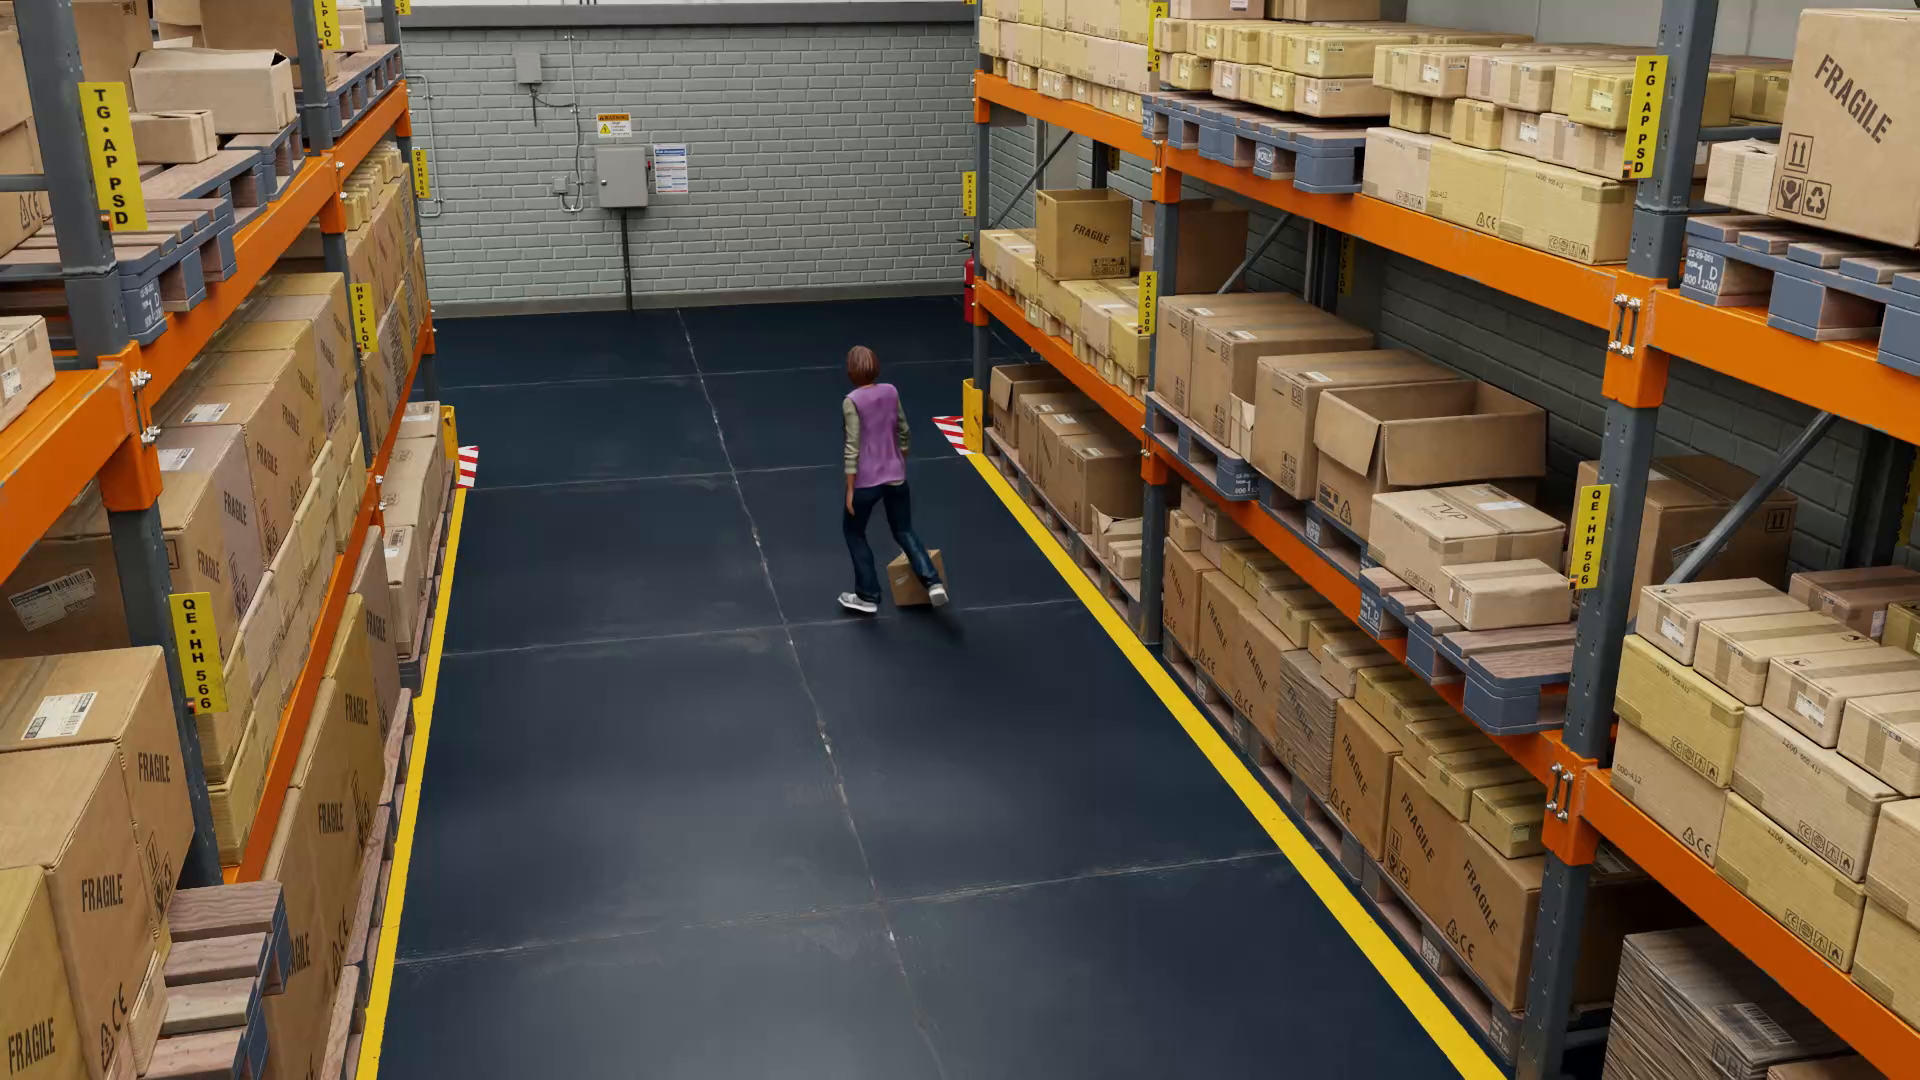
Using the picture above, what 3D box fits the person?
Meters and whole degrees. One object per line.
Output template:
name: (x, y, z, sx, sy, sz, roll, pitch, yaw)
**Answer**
person: (-0.392, -0.298, 9.395, 0.479, 1.555, 0.679, -14, 24, -34)
